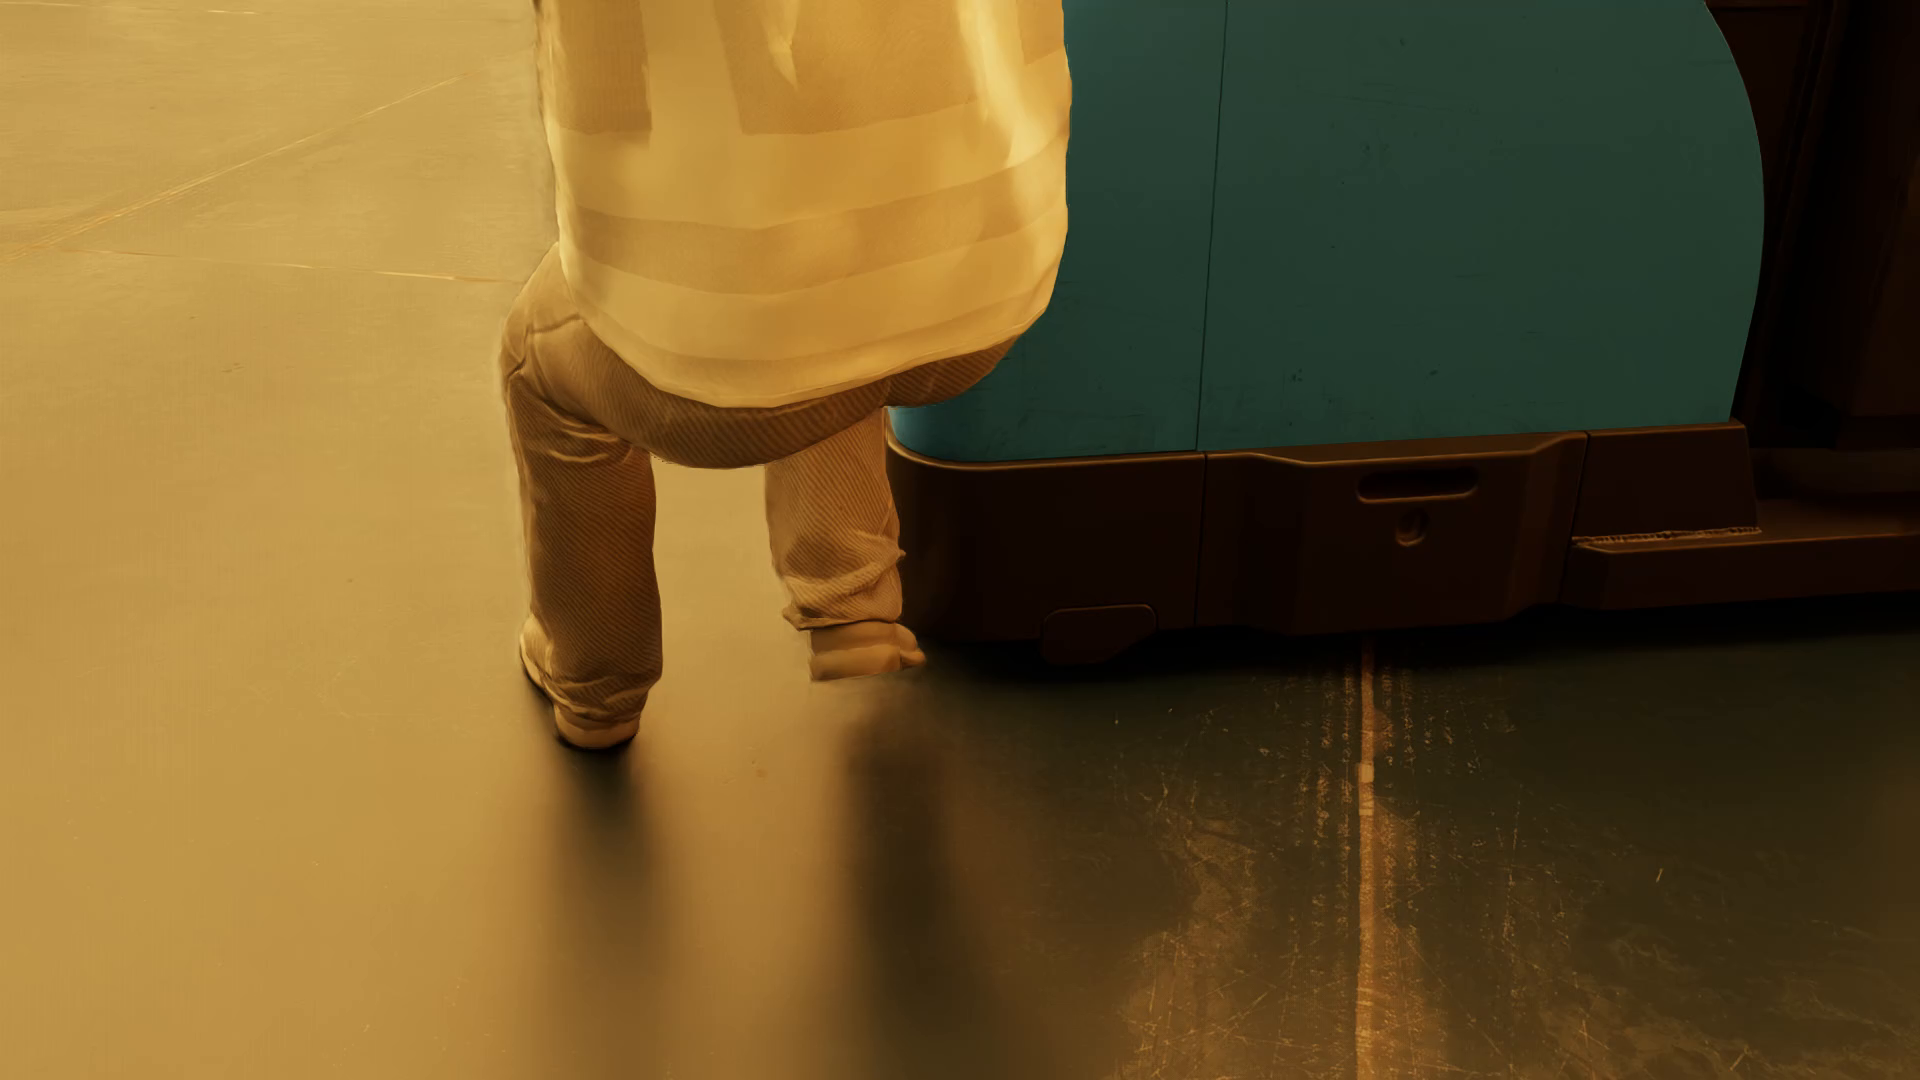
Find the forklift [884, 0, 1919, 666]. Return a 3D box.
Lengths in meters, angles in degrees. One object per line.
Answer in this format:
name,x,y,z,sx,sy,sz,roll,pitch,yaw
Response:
forklift,1.353,-1.434,2.089,3.031,2.935,1.130,-3,27,-7

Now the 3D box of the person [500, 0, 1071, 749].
person,-0.229,-0.415,1.605,1.064,1.559,0.865,-13,30,-25
